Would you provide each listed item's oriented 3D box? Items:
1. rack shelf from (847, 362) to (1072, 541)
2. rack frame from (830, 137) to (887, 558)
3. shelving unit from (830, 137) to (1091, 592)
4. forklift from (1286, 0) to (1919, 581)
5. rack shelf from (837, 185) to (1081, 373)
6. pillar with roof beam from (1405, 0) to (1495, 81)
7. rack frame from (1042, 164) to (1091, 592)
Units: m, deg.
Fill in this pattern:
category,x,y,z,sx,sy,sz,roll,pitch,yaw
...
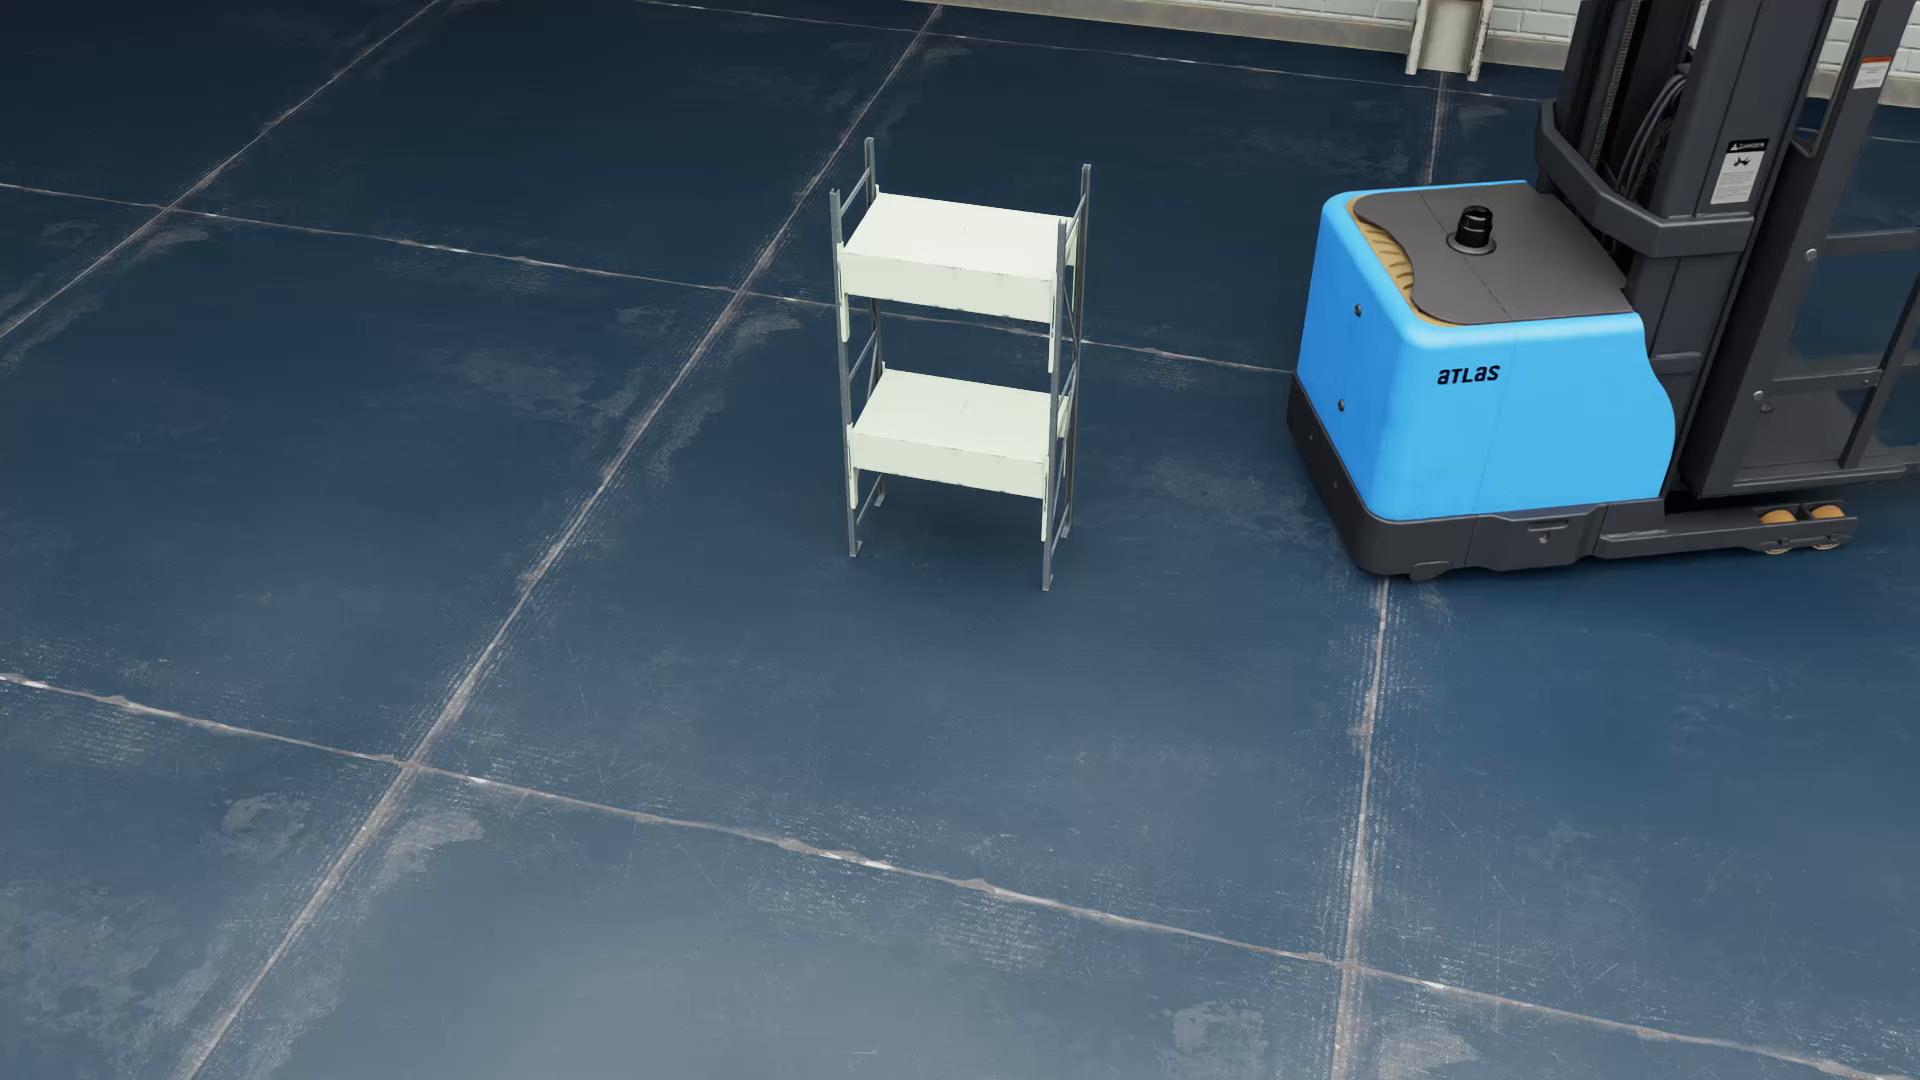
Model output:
category,x,y,z,sx,sy,sz,roll,pitch,yaw
rack shelf,0.006,-0.324,5.976,0.720,0.370,0.431,10,41,11
rack frame,-0.347,-0.634,5.839,0.023,1.500,0.400,10,41,11
shelving unit,0.006,-0.573,5.766,0.755,1.500,0.431,10,41,11
forklift,2.873,-1.402,5.641,3.031,2.935,1.130,-5,40,-6
rack shelf,0.006,-0.872,5.515,0.720,0.370,0.431,10,41,11
pillar with roof beam,1.631,-3.467,3.381,0.400,9.000,9.100,10,41,11
rack frame,0.360,-0.512,5.694,0.023,1.500,0.400,10,41,11
